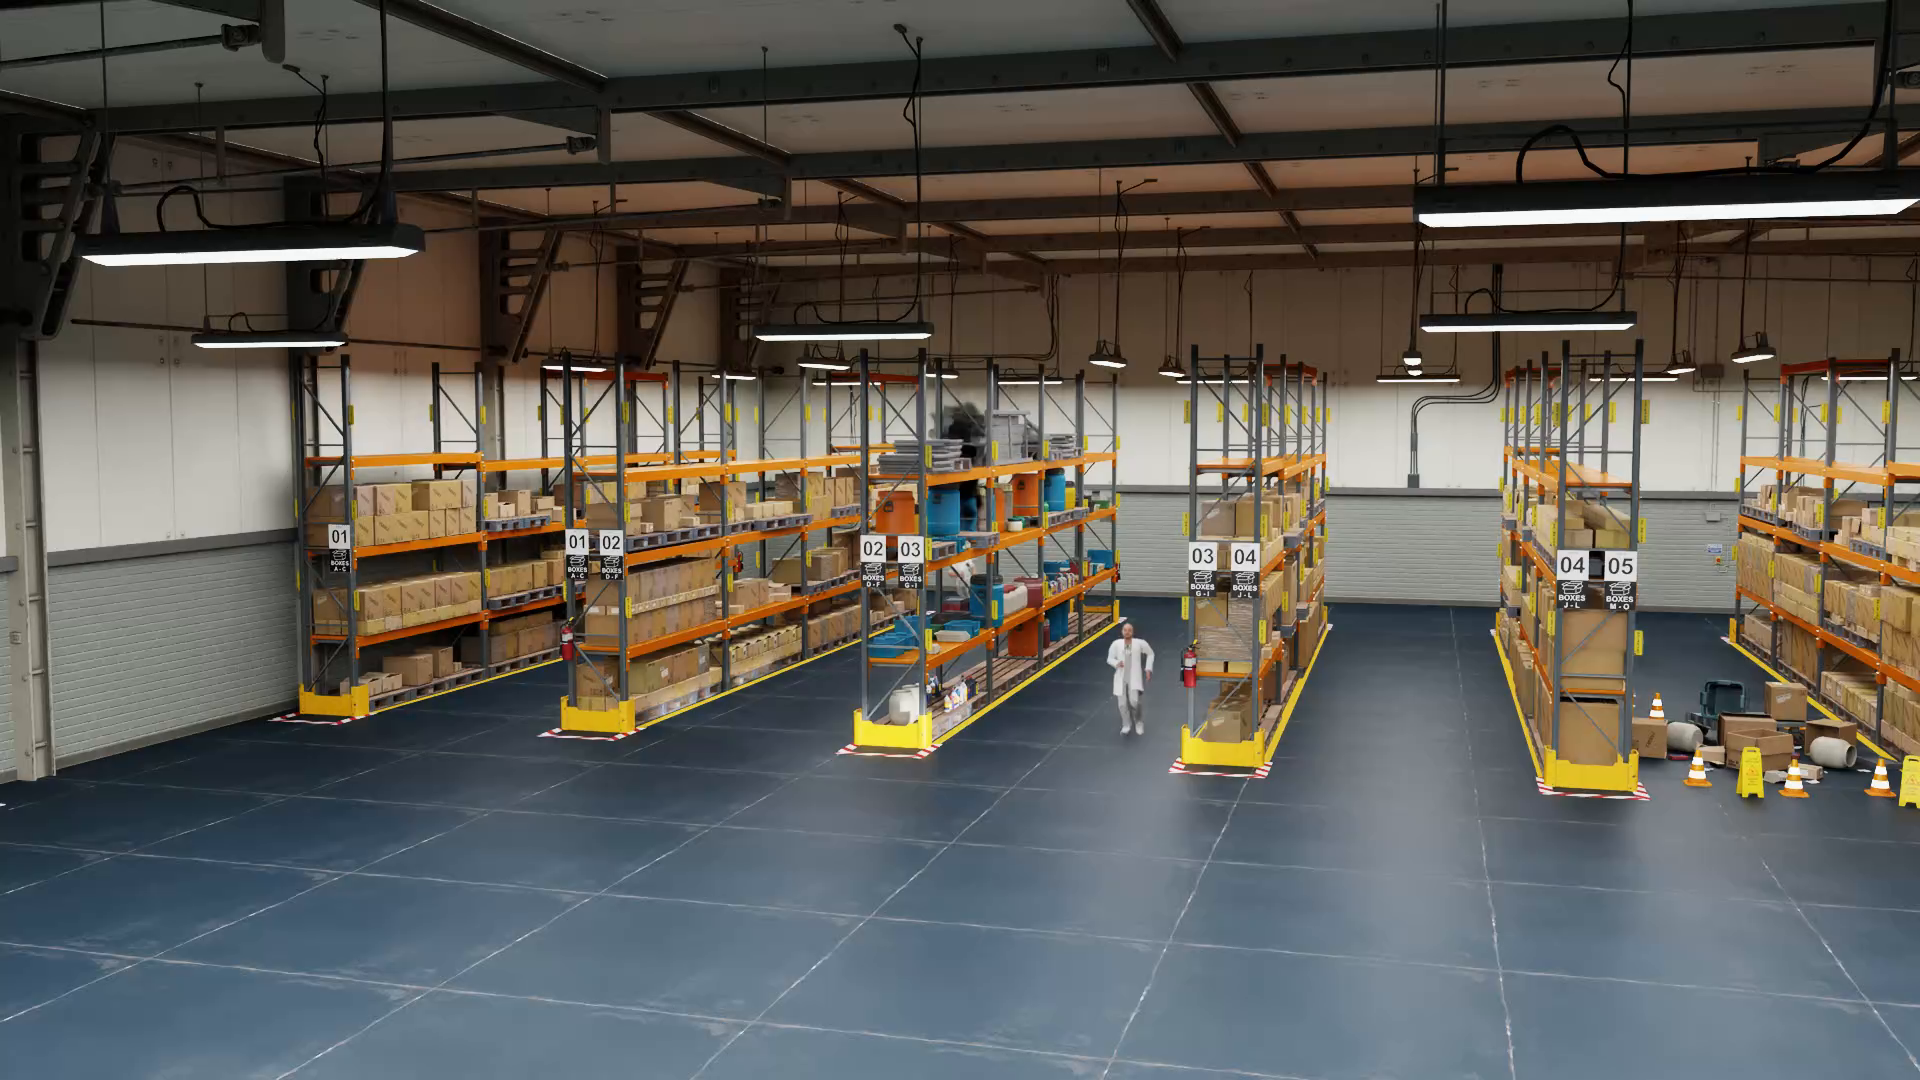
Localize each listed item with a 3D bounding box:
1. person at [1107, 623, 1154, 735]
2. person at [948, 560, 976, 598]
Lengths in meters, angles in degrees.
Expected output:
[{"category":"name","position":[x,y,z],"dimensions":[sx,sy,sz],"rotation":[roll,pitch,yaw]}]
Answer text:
[{"category":"person","position":[2.636,2.179,25.919],"dimensions":[0.703,1.750,0.723],"rotation":[1,4,14]},{"category":"person","position":[0.049,1.117,40.434],"dimensions":[0.673,1.843,0.808],"rotation":[0,4,0]}]
